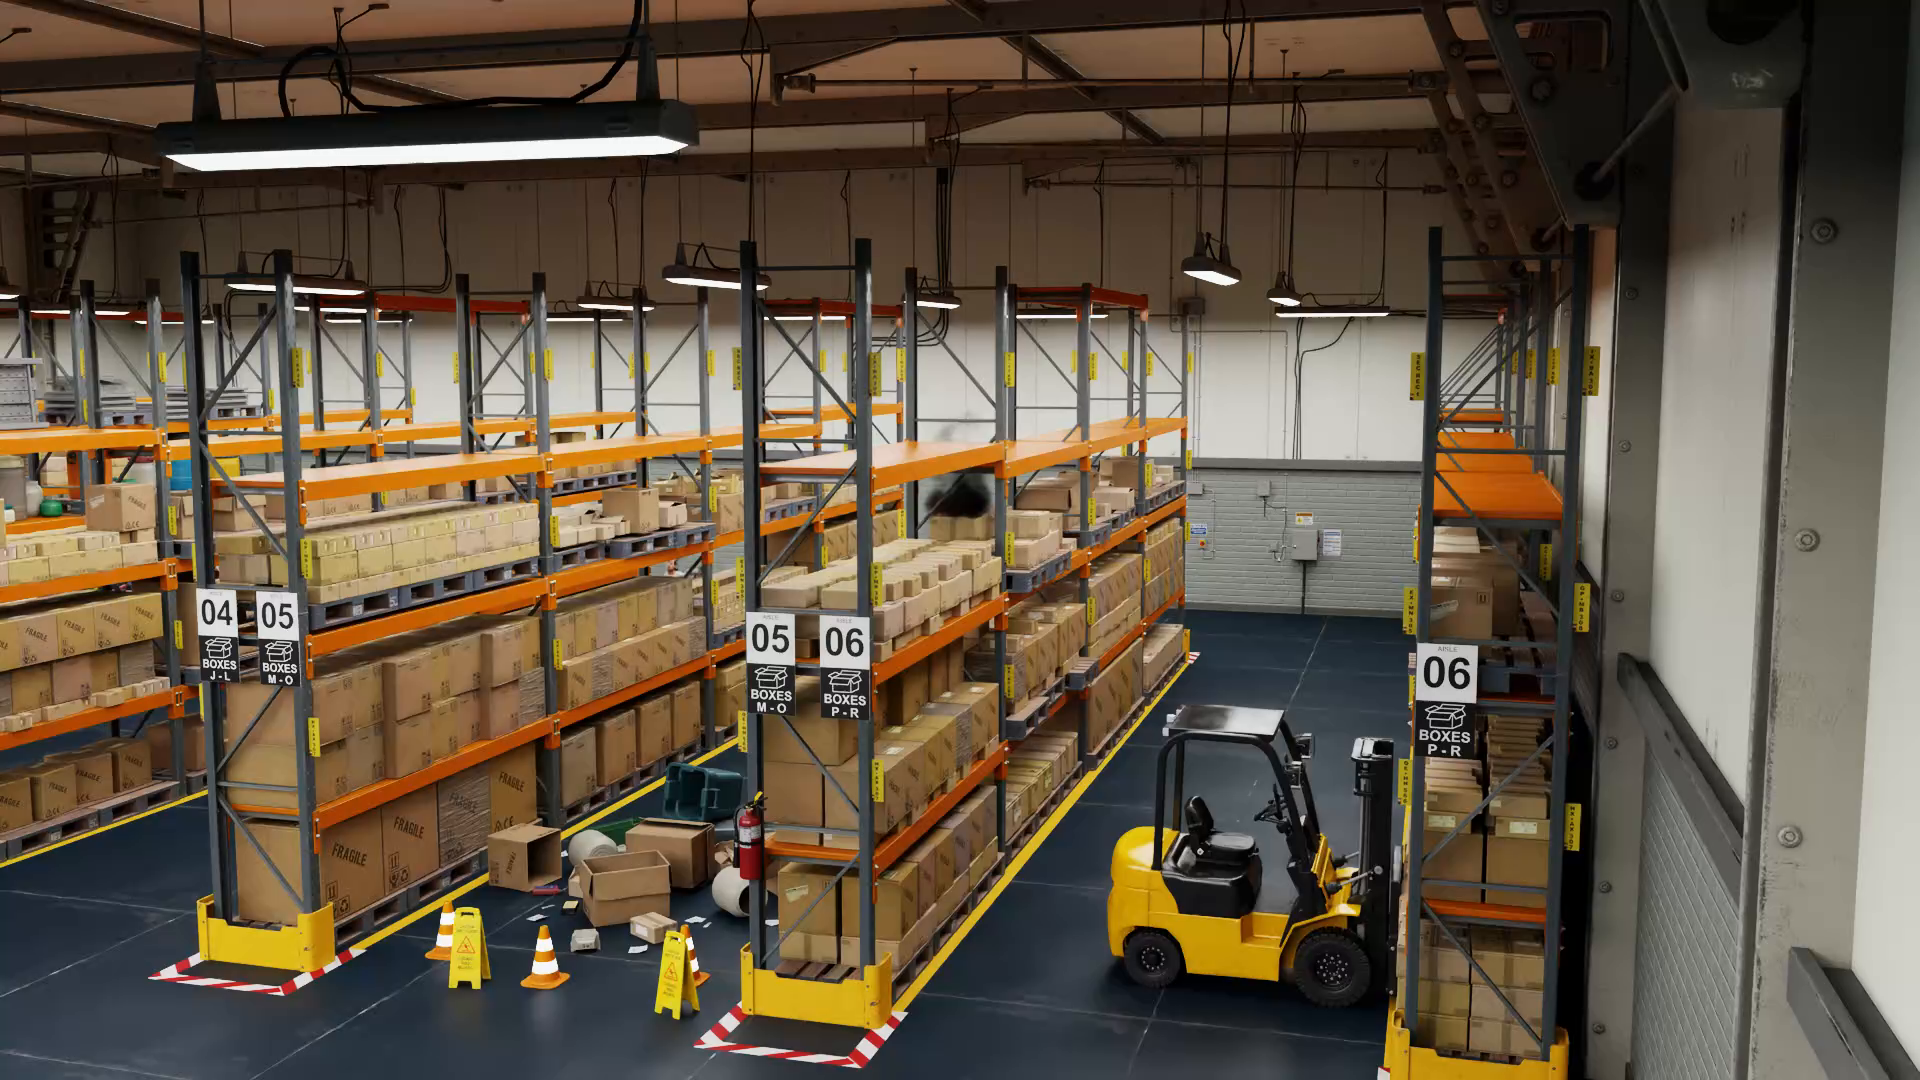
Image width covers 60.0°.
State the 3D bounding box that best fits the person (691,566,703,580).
[{"bbox_3d":[-4.108,1.295,26.739,0.654,1.829,0.850,3,7,23],"label":"person"}]

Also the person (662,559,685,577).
[{"bbox_3d":[-4.960,1.120,28.903,0.580,1.666,0.782,2,7,13],"label":"person"}]
